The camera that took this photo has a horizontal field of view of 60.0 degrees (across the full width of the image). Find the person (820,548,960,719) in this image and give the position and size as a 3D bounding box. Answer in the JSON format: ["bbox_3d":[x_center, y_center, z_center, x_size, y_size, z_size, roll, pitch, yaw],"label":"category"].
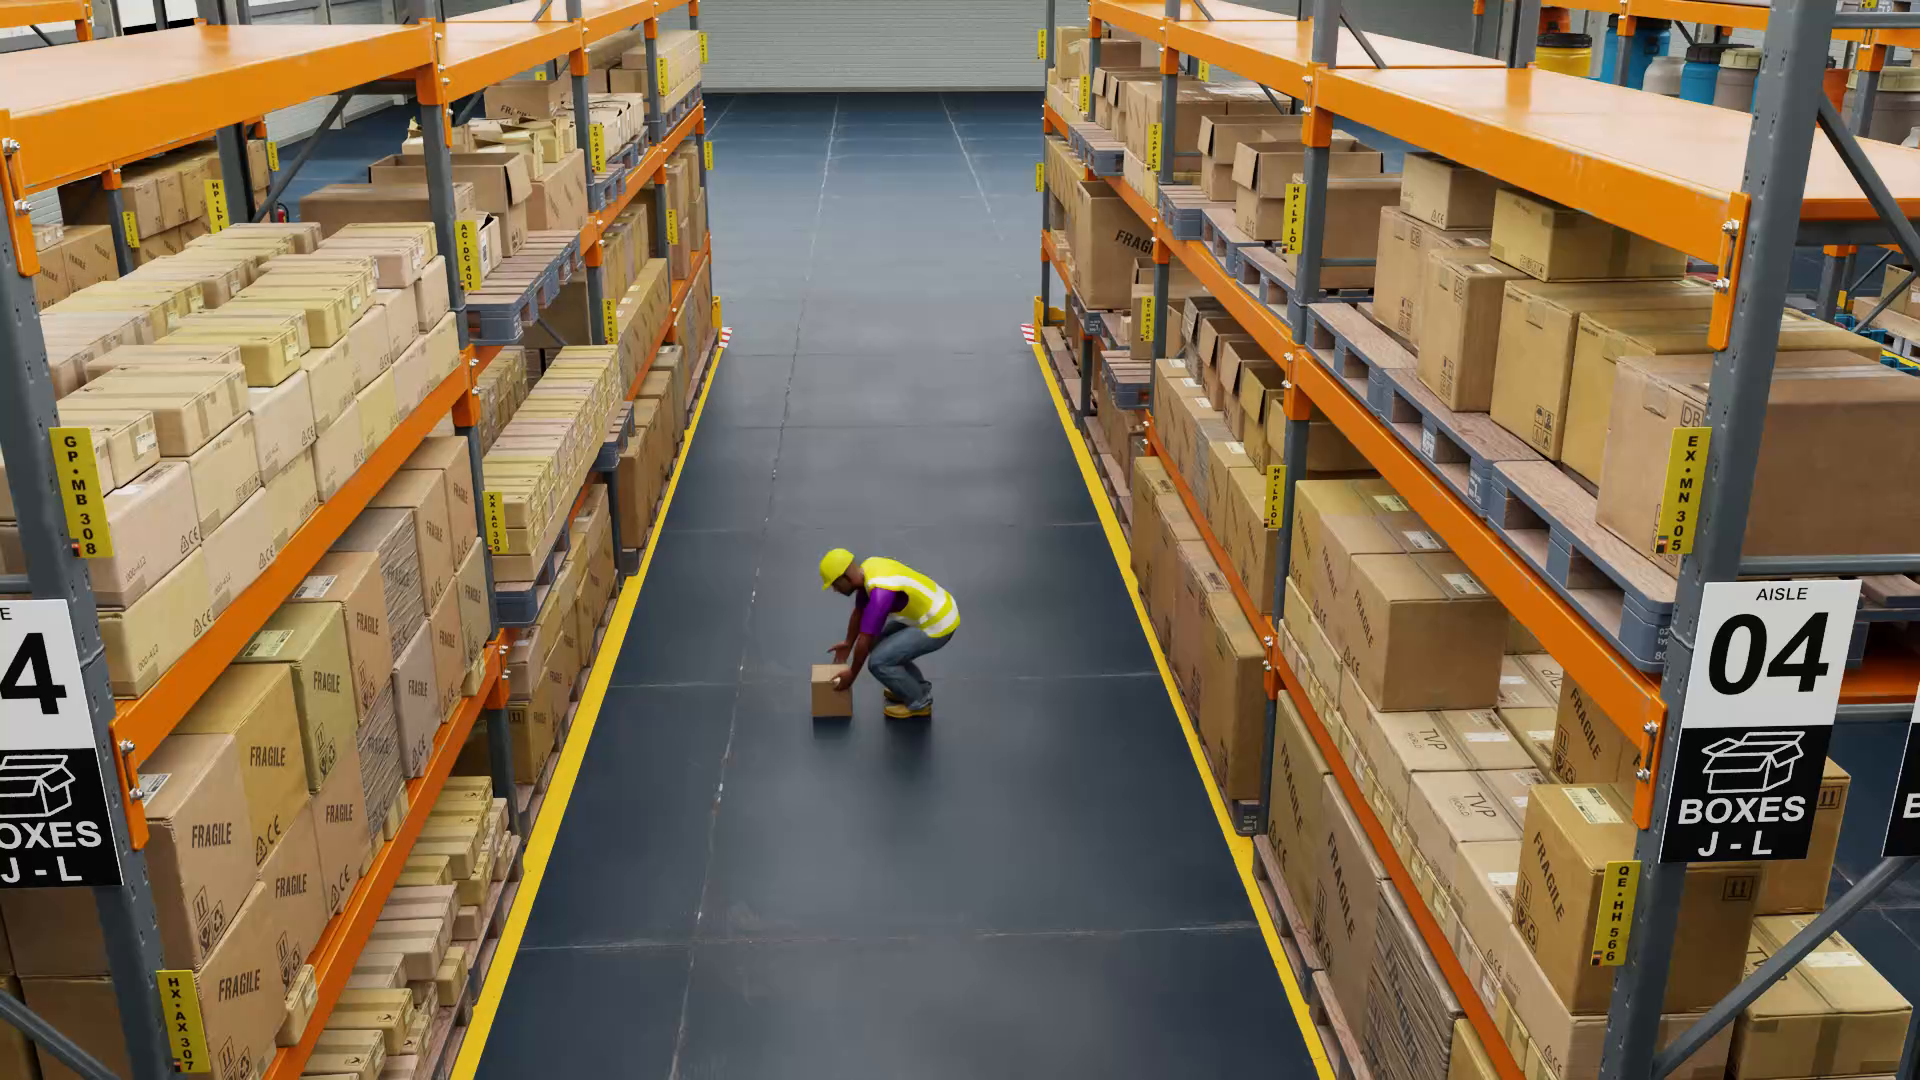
[{"bbox_3d":[-0.433,0.568,10.453,0.869,1.112,0.606,-1,20,-3],"label":"person"}]
